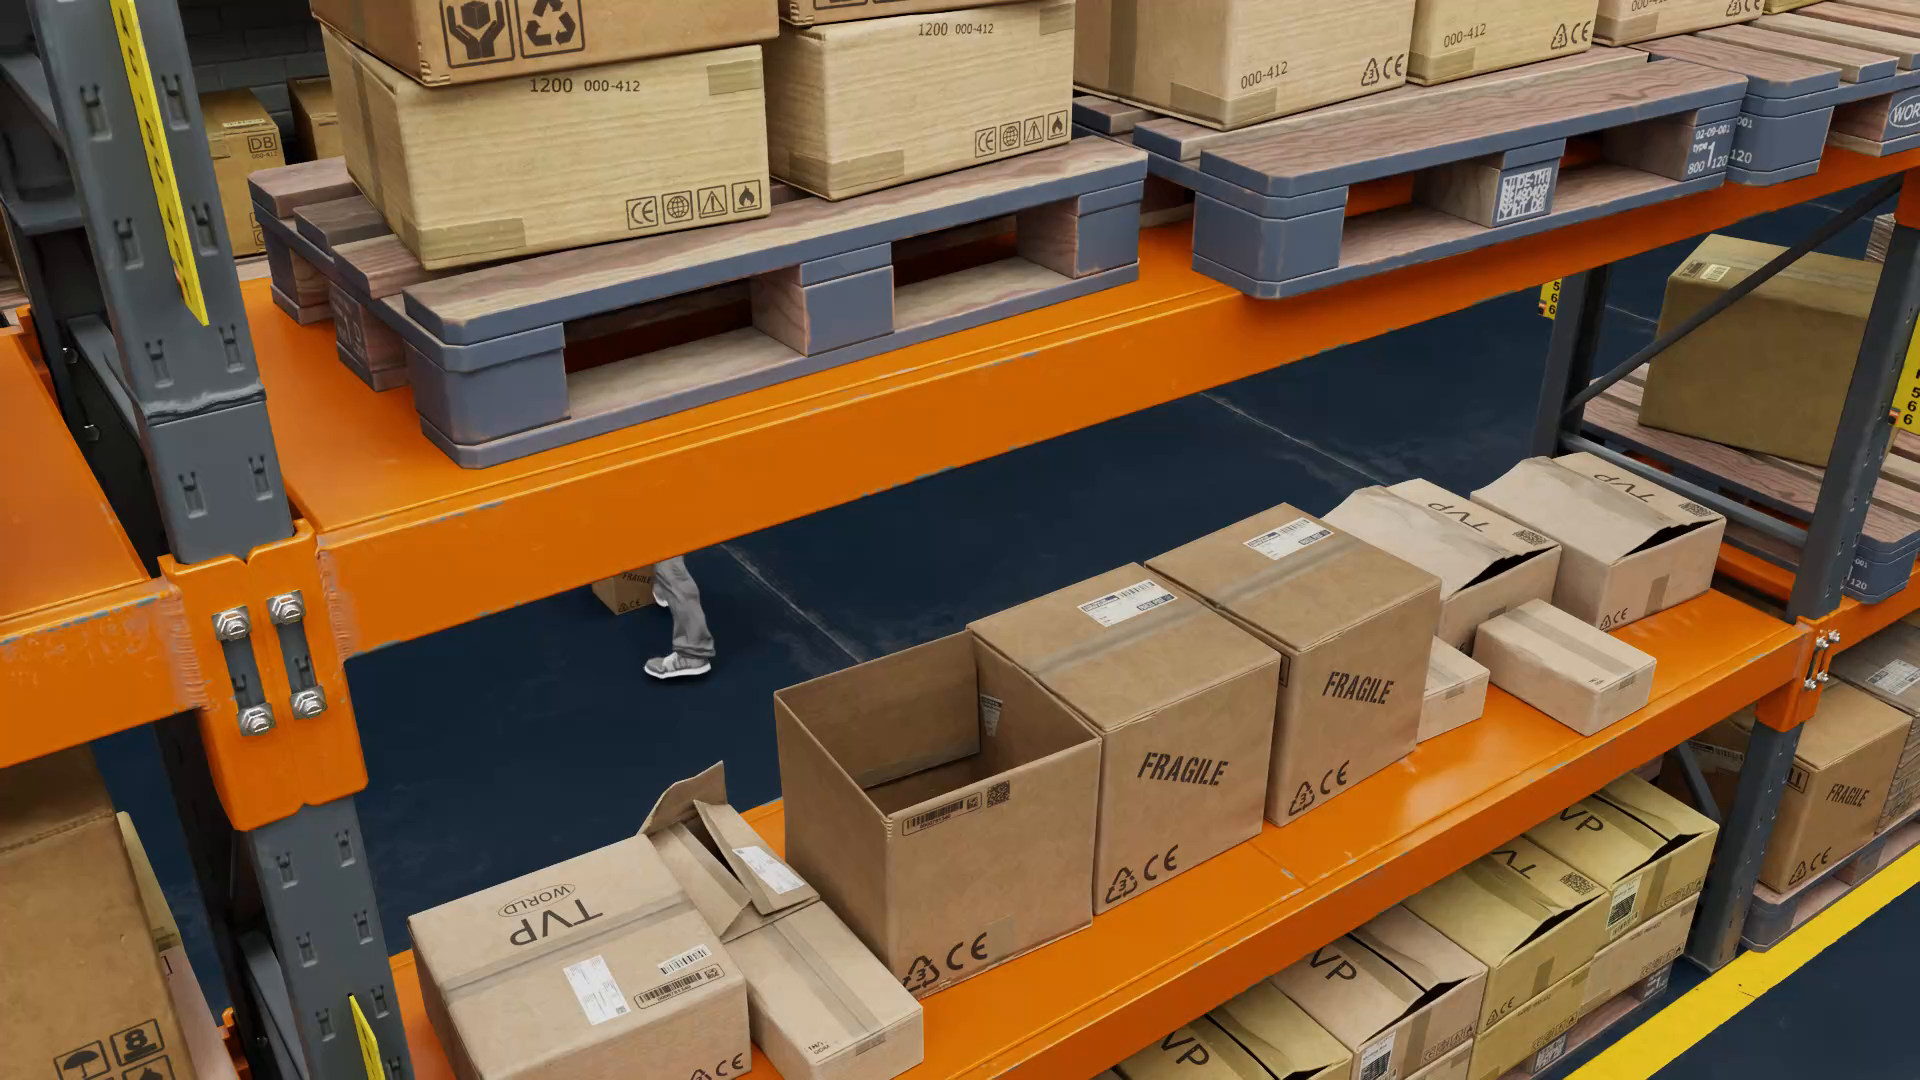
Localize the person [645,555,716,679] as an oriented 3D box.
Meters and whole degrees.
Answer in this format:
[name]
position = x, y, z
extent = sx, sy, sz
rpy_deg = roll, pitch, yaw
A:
[person]
position = -1.238, -0.282, 6.637
extent = 0.787, 1.542, 0.541
rpy_deg = 22, 36, 34
